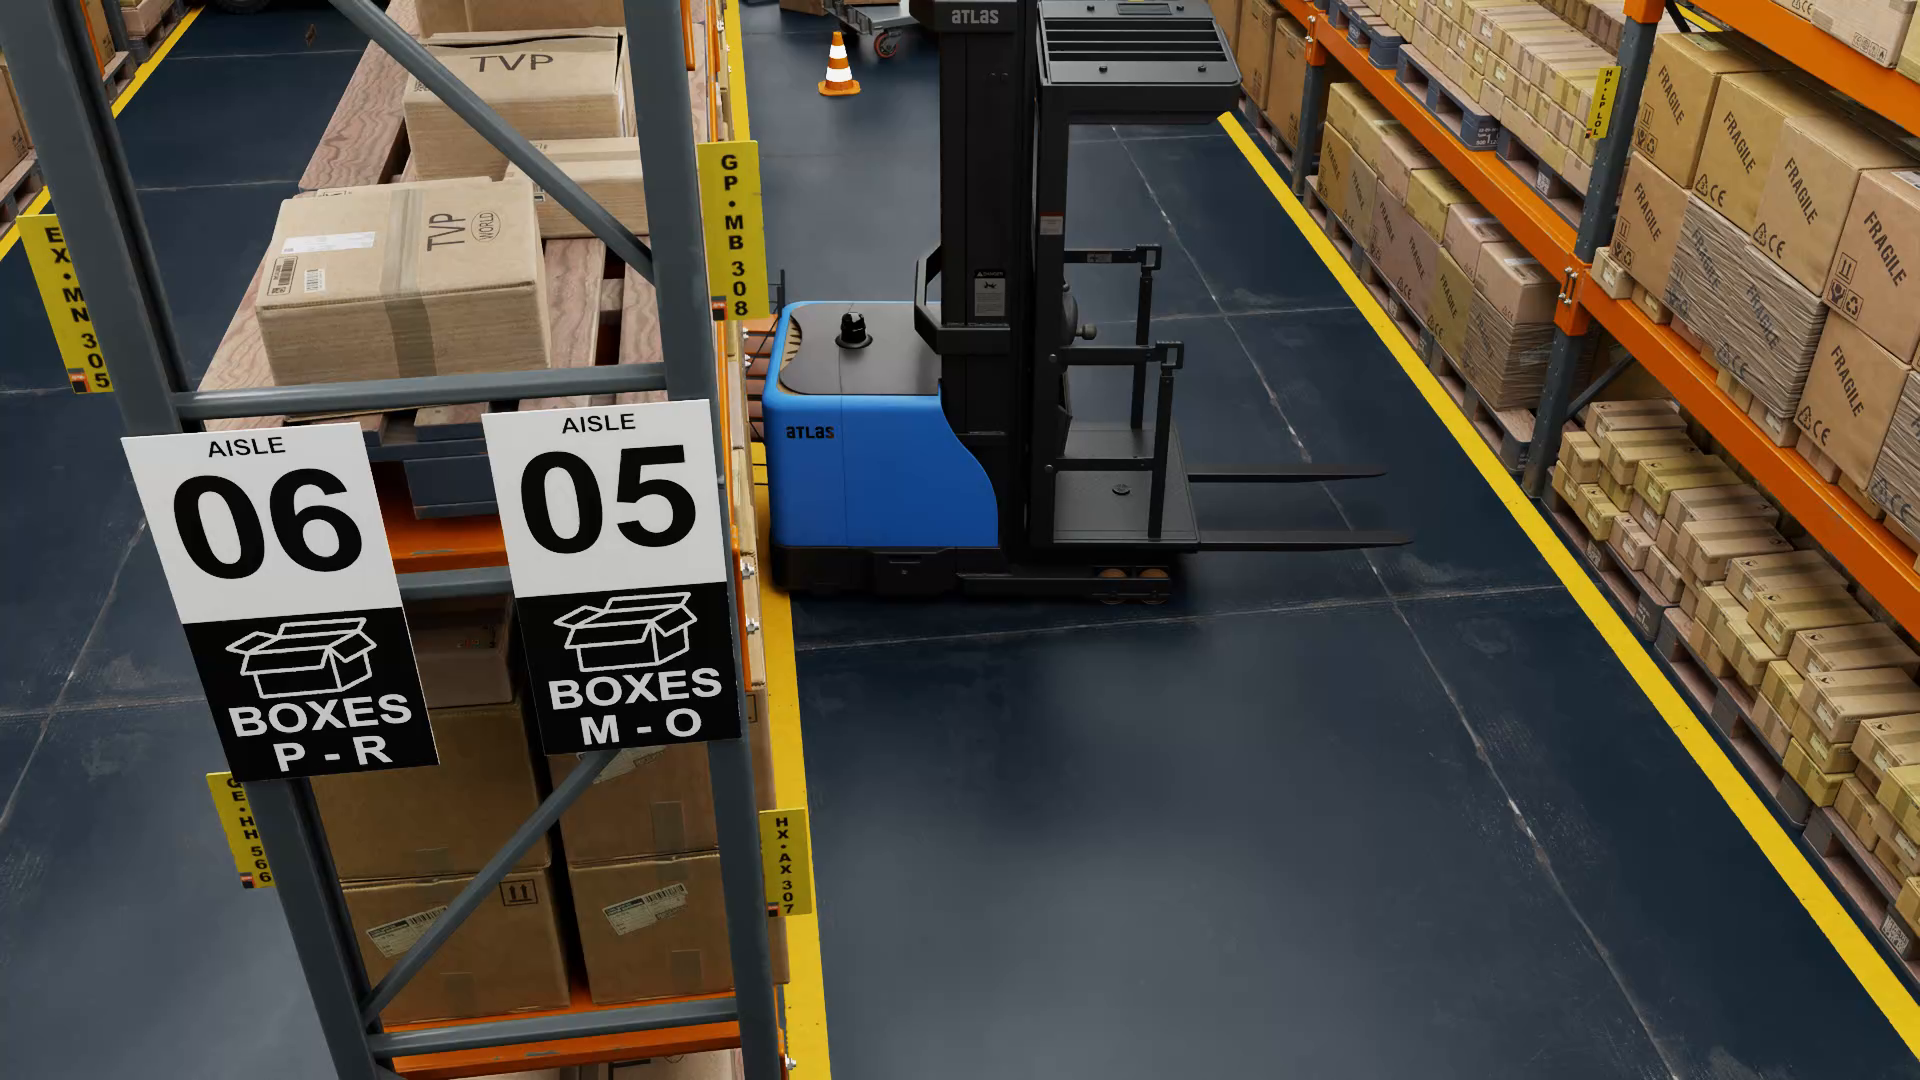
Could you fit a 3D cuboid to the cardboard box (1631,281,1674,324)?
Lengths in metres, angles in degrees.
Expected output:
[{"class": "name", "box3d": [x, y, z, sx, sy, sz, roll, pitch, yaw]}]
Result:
[{"class": "cardboard box", "box3d": [3.239, -1.090, 7.409, 0.380, 0.149, 0.250, -3, 34, -5]}]

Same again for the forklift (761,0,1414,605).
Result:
[{"class": "forklift", "box3d": [0.629, -1.210, 7.423, 3.031, 2.935, 1.130, 0, 34, 0]}]

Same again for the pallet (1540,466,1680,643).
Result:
[{"class": "pallet", "box3d": [3.542, 0.009, 8.049, 1.003, 0.211, 1.213, -4, 35, -6]}]

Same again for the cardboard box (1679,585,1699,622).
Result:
[{"class": "cardboard box", "box3d": [3.423, 0.285, 7.326, 0.380, 0.149, 0.250, -6, 35, -8]}]

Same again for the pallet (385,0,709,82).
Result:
[{"class": "pallet", "box3d": [-1.375, -1.830, 5.686, 1.003, 0.211, 1.213, -4, 35, -6]}]

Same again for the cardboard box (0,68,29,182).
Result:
[{"class": "cardboard box", "box3d": [-7.097, -2.844, 11.495, 0.875, 0.625, 0.625, -3, 34, -5]}]

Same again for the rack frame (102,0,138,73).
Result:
[{"class": "rack frame", "box3d": [-7.468, -5.170, 13.173, 1.000, 3.000, 0.127, -4, 35, -6]}]

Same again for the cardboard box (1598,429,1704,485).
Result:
[{"class": "cardboard box", "box3d": [3.236, -0.391, 7.790, 0.380, 0.149, 0.250, -3, 34, -4]}]

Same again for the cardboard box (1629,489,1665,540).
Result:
[{"class": "cardboard box", "box3d": [3.340, -0.140, 7.686, 0.380, 0.149, 0.250, -5, 35, -7]}]

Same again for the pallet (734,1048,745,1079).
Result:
[{"class": "pallet", "box3d": [-1.122, 1.860, 5.333, 1.003, 0.211, 1.213, -4, 35, -6]}]

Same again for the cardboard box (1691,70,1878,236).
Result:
[{"class": "cardboard box", "box3d": [3.321, -1.534, 6.597, 0.500, 0.500, 0.500, -5, 35, -8]}]

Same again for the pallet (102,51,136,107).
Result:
[{"class": "pallet", "box3d": [-7.331, -3.610, 13.360, 1.003, 0.211, 1.213, -4, 35, -6]}]

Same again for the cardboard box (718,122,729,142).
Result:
[{"class": "cardboard box", "box3d": [-1.137, -1.296, 6.512, 0.500, 0.500, 0.500, -5, 35, -7]}]

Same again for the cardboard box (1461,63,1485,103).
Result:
[{"class": "cardboard box", "box3d": [2.989, -2.518, 9.132, 0.380, 0.149, 0.250, -3, 34, -4]}]

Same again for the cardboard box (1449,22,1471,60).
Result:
[{"class": "cardboard box", "box3d": [2.960, -2.786, 9.261, 0.380, 0.149, 0.250, -3, 34, -5]}]

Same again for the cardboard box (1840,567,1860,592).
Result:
[{"class": "cardboard box", "box3d": [3.971, 0.144, 7.005, 0.380, 0.149, 0.250, -6, 35, -8]}]

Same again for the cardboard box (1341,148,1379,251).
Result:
[{"class": "cardboard box", "box3d": [2.792, -2.194, 10.652, 0.500, 0.500, 0.500, -4, 34, -6]}]

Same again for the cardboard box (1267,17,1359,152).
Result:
[{"class": "cardboard box", "box3d": [2.886, -3.338, 12.109, 1.050, 0.750, 0.750, -5, 35, -7]}]

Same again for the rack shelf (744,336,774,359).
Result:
[{"class": "rack shelf", "box3d": [-0.977, -0.918, 8.126, 0.258, 0.103, 0.180, 2, 35, -1]}]

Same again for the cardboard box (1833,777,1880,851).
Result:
[{"class": "cardboard box", "box3d": [3.546, 1.017, 6.253, 0.380, 0.149, 0.250, -4, 34, -6]}]

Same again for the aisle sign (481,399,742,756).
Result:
[{"class": "aisle sign", "box3d": [-0.639, 0.092, 3.143, 0.394, 0.787, 0.004, -4, 35, -6]}]

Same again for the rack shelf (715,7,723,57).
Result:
[{"class": "rack shelf", "box3d": [-1.743, -3.142, 8.173, 1.077, 0.370, 4.000, -4, 35, -6]}]

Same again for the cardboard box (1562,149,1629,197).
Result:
[{"class": "cardboard box", "box3d": [3.167, -1.792, 8.066, 0.380, 0.149, 0.250, -5, 35, -7]}]

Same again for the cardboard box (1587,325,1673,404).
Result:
[{"class": "cardboard box", "box3d": [3.580, -1.088, 9.030, 0.500, 0.500, 0.500, -3, 34, -5]}]

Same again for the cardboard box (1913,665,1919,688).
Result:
[{"class": "cardboard box", "box3d": [3.903, 0.559, 6.660, 0.380, 0.149, 0.250, -3, 34, -4]}]

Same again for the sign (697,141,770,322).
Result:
[{"class": "sign", "box3d": [-0.386, -0.524, 2.845, 0.100, 0.325, 0.005, -4, 35, -6]}]

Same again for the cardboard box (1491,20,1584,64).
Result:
[{"class": "cardboard box", "box3d": [3.035, -2.618, 8.750, 0.380, 0.149, 0.250, -5, 35, -8]}]

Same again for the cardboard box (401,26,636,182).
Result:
[{"class": "cardboard box", "box3d": [-1.088, -1.109, 4.167, 0.500, 0.311, 0.500, -4, 34, -6]}]

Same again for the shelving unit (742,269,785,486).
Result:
[{"class": "shelving unit", "box3d": [-0.986, -0.758, 8.238, 0.258, 1.200, 0.189, 2, 35, -1]}]

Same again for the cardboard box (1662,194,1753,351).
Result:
[{"class": "cardboard box", "box3d": [3.308, -1.109, 6.860, 0.500, 0.500, 0.500, -4, 35, -6]}]

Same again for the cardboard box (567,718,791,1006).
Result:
[{"class": "cardboard box", "box3d": [-0.717, 0.817, 4.299, 0.500, 0.500, 0.500, -5, 35, -7]}]

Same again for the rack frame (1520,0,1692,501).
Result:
[{"class": "rack frame", "box3d": [3.417, -1.515, 7.810, 1.000, 3.000, 0.127, -4, 35, -6]}]

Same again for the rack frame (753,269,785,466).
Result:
[{"class": "rack frame", "box3d": [-0.986, -0.811, 8.313, 0.240, 1.200, 0.006, 2, 35, -1]}]

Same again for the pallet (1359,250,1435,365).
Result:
[{"class": "pallet", "box3d": [3.143, -1.480, 10.234, 1.003, 0.211, 1.213, -4, 35, -6]}]

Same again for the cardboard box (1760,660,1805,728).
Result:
[{"class": "cardboard box", "box3d": [3.431, 0.603, 6.596, 0.380, 0.149, 0.250, -3, 34, -4]}]

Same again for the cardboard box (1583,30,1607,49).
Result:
[{"class": "cardboard box", "box3d": [3.638, -2.694, 9.126, 0.380, 0.149, 0.250, -5, 35, -7]}]

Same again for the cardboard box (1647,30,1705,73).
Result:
[{"class": "cardboard box", "box3d": [3.713, -2.523, 8.611, 0.380, 0.149, 0.250, -5, 35, -7]}]

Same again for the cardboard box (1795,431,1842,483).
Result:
[{"class": "cardboard box", "box3d": [3.438, -0.351, 6.325, 0.380, 0.149, 0.250, -3, 34, -5]}]

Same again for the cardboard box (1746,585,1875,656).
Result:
[{"class": "cardboard box", "box3d": [3.443, 0.325, 6.739, 0.380, 0.149, 0.250, -4, 34, -6]}]

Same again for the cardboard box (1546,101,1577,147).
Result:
[{"class": "cardboard box", "box3d": [3.131, -2.062, 8.198, 0.380, 0.149, 0.250, -4, 34, -6]}]

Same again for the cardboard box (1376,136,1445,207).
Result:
[{"class": "cardboard box", "box3d": [2.854, -2.235, 10.046, 0.500, 0.250, 0.500, -4, 34, -6]}]

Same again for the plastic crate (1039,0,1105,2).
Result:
[{"class": "plastic crate", "box3d": [1.020, -4.839, 15.133, 0.450, 0.188, 0.662, 21, 39, 12]}]

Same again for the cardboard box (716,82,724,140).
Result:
[{"class": "cardboard box", "box3d": [-1.118, -1.659, 6.468, 0.380, 0.149, 0.250, -5, 35, -7]}]

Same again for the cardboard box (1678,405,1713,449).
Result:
[{"class": "cardboard box", "box3d": [3.723, -0.578, 8.065, 0.380, 0.149, 0.250, -3, 34, -5]}]

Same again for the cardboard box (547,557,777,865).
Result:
[{"class": "cardboard box", "box3d": [-0.719, 0.404, 4.017, 0.500, 0.500, 0.500, -5, 35, -7]}]

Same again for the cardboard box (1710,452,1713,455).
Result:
[{"class": "cardboard box", "box3d": [3.823, -0.332, 7.968, 0.380, 0.149, 0.250, -6, 35, -9]}]

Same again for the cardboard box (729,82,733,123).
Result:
[{"class": "cardboard box", "box3d": [-1.464, -2.350, 8.724, 0.500, 0.250, 0.500, -5, 35, -8]}]

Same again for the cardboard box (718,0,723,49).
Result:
[{"class": "cardboard box", "box3d": [-1.546, -2.939, 8.922, 0.500, 0.500, 0.500, -4, 35, -6]}]

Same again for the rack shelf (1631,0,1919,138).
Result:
[{"class": "rack shelf", "box3d": [3.686, -1.342, 5.530, 1.077, 0.370, 4.000, -4, 35, -6]}]

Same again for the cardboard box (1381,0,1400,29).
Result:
[{"class": "cardboard box", "box3d": [2.812, -3.252, 10.208, 0.380, 0.149, 0.250, -3, 34, -4]}]
